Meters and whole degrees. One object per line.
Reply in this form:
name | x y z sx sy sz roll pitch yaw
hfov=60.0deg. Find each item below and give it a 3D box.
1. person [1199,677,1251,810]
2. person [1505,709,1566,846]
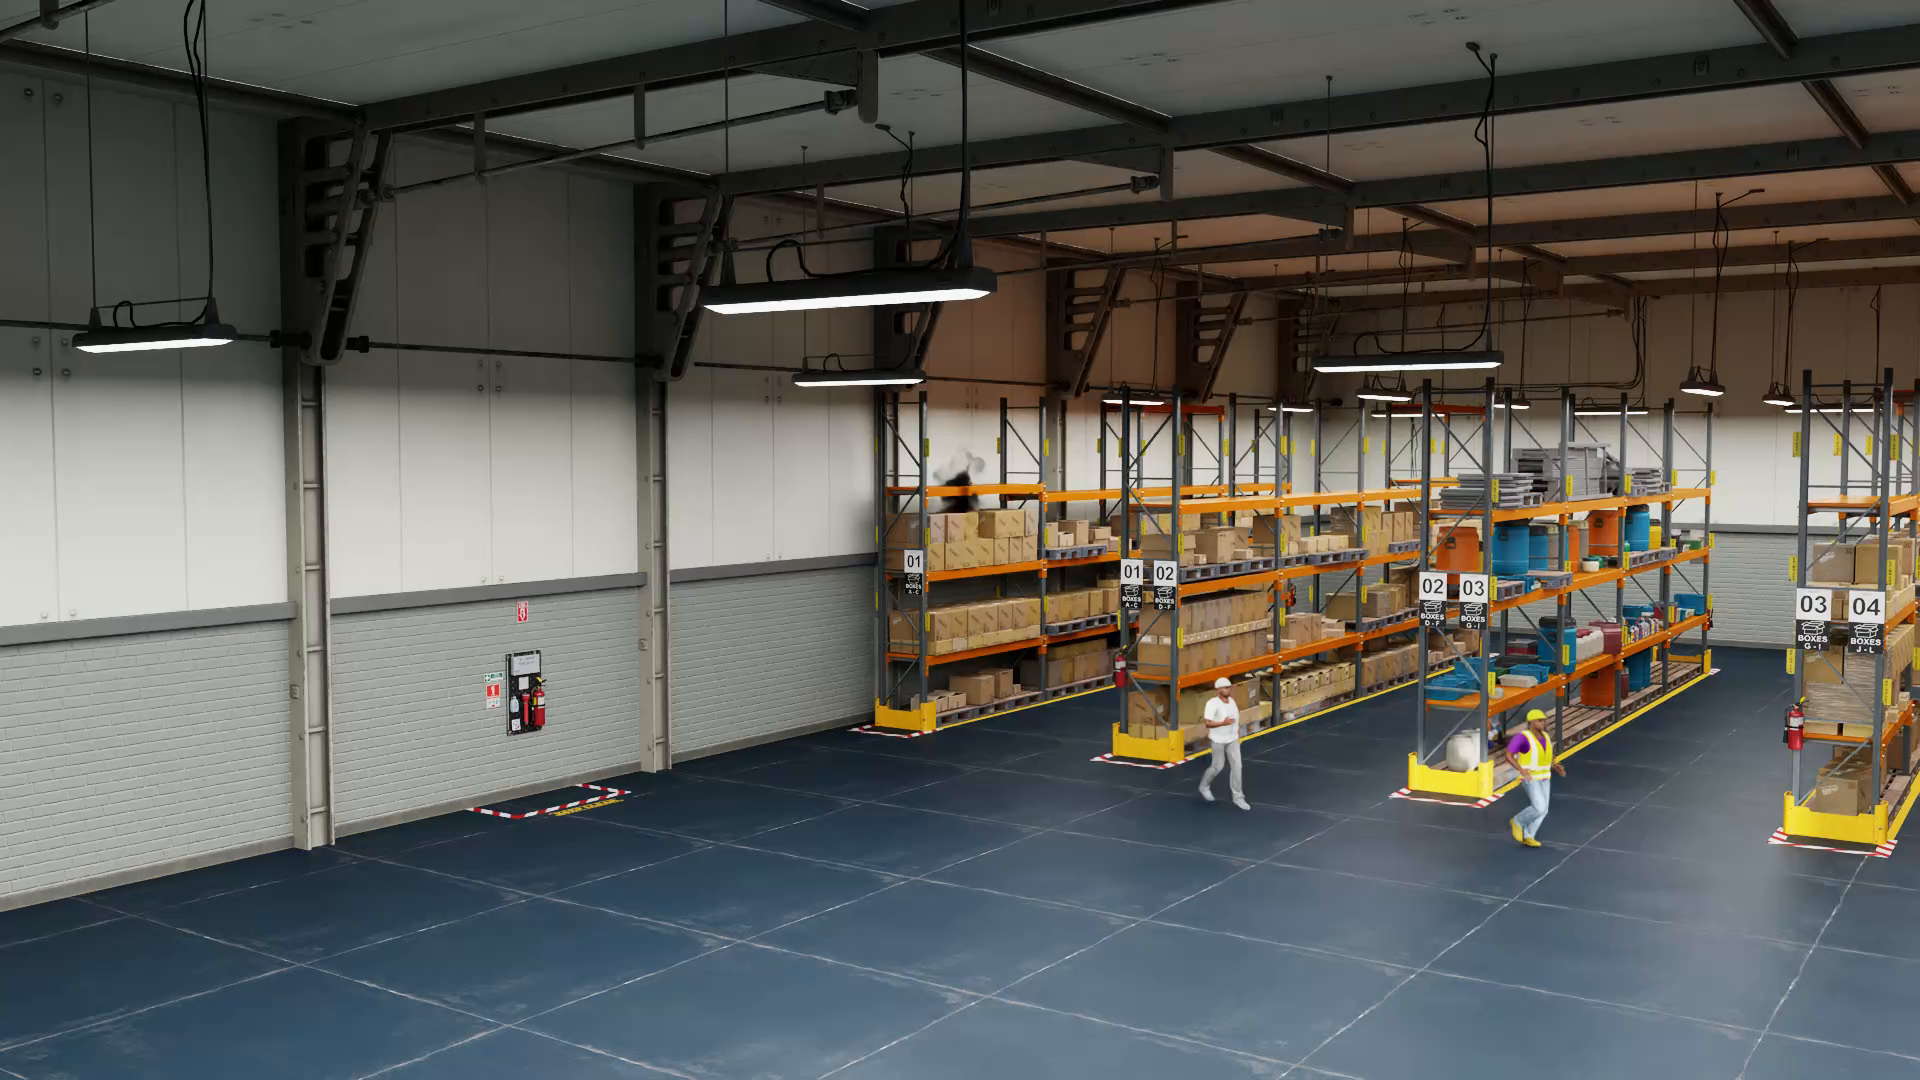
person | 3.674 2.803 23.127 0.688 1.785 0.887 -2 4 -33
person | 7.210 2.979 20.810 0.676 1.720 0.571 -2 4 -28
